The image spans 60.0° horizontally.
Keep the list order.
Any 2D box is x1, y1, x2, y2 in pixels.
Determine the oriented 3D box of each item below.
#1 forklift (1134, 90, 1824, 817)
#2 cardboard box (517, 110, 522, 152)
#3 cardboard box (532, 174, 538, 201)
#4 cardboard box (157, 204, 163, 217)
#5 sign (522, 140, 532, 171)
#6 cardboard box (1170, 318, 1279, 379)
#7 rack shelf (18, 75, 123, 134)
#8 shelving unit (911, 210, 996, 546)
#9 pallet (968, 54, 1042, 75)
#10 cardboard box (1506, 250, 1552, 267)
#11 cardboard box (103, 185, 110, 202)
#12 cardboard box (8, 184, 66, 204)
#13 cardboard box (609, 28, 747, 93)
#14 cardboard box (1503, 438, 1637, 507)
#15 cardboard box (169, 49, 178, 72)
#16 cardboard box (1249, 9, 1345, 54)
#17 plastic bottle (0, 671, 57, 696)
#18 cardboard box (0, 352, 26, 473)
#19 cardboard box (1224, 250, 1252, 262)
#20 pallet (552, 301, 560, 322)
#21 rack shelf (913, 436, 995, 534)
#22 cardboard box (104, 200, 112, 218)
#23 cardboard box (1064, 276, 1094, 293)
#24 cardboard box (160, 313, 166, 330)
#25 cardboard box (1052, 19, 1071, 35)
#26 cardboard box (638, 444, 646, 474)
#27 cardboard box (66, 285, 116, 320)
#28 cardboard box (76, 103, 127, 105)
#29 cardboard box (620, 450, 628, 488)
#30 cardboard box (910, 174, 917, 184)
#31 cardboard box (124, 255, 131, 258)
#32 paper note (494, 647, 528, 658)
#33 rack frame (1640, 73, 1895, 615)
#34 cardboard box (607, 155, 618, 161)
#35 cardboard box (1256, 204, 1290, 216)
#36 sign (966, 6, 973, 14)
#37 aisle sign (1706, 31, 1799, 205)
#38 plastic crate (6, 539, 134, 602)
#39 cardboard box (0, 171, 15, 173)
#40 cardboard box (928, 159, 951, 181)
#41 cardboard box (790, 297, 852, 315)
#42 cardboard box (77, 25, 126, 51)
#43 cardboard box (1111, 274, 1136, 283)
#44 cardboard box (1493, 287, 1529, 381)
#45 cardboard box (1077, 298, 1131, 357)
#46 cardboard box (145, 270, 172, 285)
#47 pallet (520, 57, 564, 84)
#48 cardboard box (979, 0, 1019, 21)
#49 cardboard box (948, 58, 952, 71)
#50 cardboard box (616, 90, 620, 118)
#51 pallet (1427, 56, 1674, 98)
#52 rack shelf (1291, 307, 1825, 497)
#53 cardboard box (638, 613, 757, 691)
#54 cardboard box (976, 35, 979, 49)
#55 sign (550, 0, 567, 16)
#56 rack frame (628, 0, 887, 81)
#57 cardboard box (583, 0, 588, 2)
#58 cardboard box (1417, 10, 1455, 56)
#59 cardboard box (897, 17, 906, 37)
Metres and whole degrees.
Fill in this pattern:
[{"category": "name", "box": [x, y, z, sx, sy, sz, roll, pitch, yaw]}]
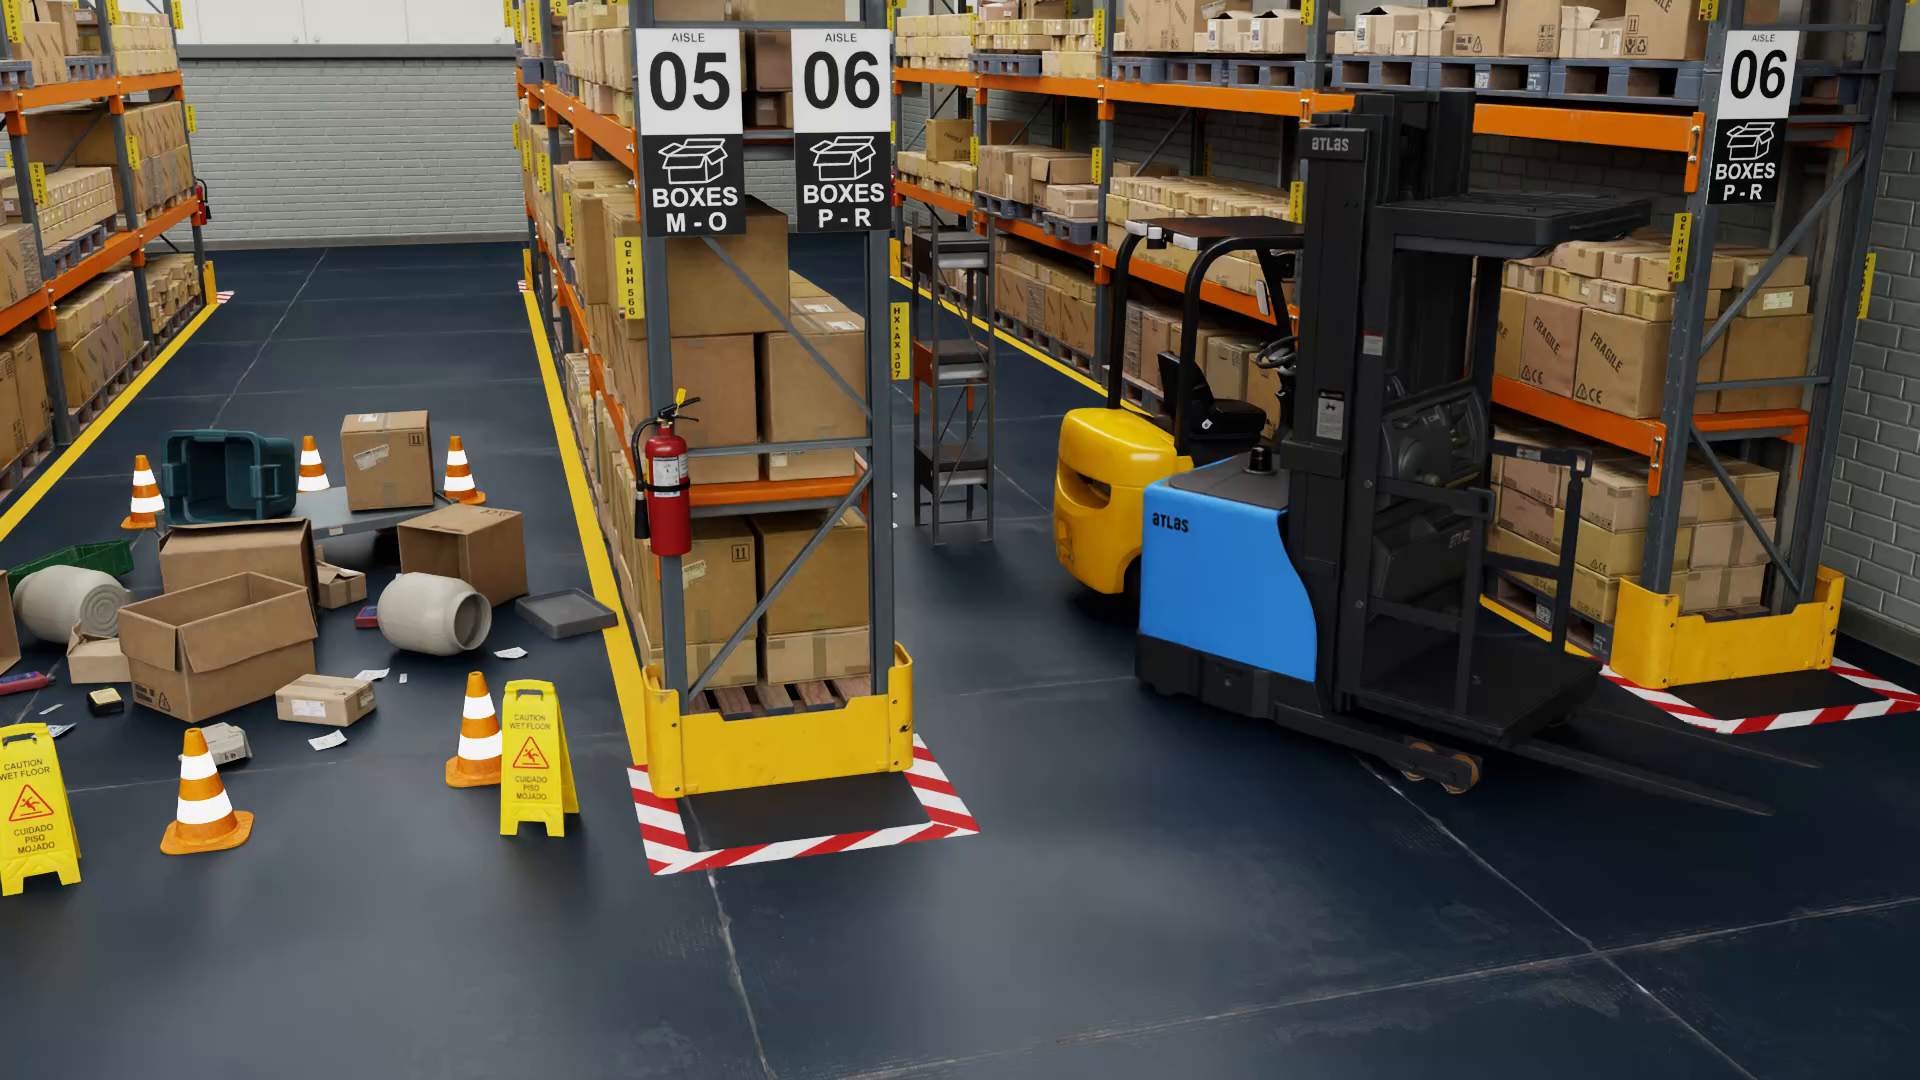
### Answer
[{"category": "forklift", "box": [2.310, -0.467, 7.412, 3.031, 2.935, 1.130, 15, 22, 40]}, {"category": "cardboard box", "box": [-5.324, -5.180, 21.071, 0.500, 0.500, 0.500, -5, 17, -16]}, {"category": "cardboard box", "box": [-4.233, -3.726, 17.533, 0.500, 0.250, 0.500, -5, 17, -17]}, {"category": "cardboard box", "box": [-8.987, -3.627, 18.250, 0.380, 0.149, 0.250, -4, 17, -13]}, {"category": "sign", "box": [-4.616, -4.110, 17.780, 0.100, 0.325, 0.005, -5, 17, -15]}, {"category": "cardboard box", "box": [2.318, -1.513, 14.173, 0.875, 0.625, 0.625, -5, 18, -18]}, {"category": "rack shelf", "box": [-8.265, -3.822, 14.497, 1.077, 0.370, 4.000, -5, 17, -15]}, {"category": "shelving unit", "box": [-0.045, -1.051, 10.802, 0.431, 2.100, 0.503, -5, 17, -15]}, {"category": "pallet", "box": [0.800, -5.256, 18.349, 1.213, 0.211, 1.003, -5, 17, -15]}, {"category": "cardboard box", "box": [3.314, -1.634, 9.359, 0.380, 0.149, 0.250, -4, 17, -14]}, {"category": "cardboard box", "box": [-8.442, -3.339, 16.043, 0.380, 0.149, 0.250, -5, 17, -15]}, {"category": "cardboard box", "box": [-7.944, -2.976, 14.317, 0.380, 0.149, 0.250, -4, 17, -13]}, {"category": "cardboard box", "box": [-1.185, -2.010, 6.960, 0.500, 0.250, 0.500, -5, 17, -16]}, {"category": "cardboard box", "box": [3.414, -0.383, 9.325, 0.500, 0.250, 0.500, -4, 17, -14]}, {"category": "cardboard box", "box": [-9.535, -5.649, 19.591, 0.500, 0.250, 0.500, -5, 17, -16]}, {"category": "cardboard box", "box": [2.454, -3.707, 12.115, 0.500, 0.311, 0.500, -5, 18, -17]}, {"category": "plastic bottle", "box": [-4.753, 0.723, 8.440, 0.283, 0.061, 0.133, -12, 20, -34]}, {"category": "cardboard box", "box": [-7.391, -0.883, 11.858, 1.050, 0.750, 0.750, -4, 17, -14]}, {"category": "cardboard box", "box": [2.358, -2.308, 12.813, 0.500, 0.250, 0.500, -5, 17, -17]}, {"category": "pallet", "box": [-4.217, -2.583, 19.185, 1.003, 0.211, 1.213, -5, 17, -15]}, {"category": "rack shelf", "box": [-0.045, -0.368, 11.008, 0.431, 0.518, 0.480, -5, 17, -15]}, {"category": "cardboard box", "box": [-8.443, -3.198, 16.090, 0.380, 0.149, 0.250, -5, 17, -15]}, {"category": "cardboard box", "box": [1.274, -2.570, 16.781, 0.380, 0.149, 0.250, -5, 18, -17]}, {"category": "cardboard box", "box": [-8.679, -2.318, 17.682, 0.380, 0.149, 0.250, -4, 17, -14]}, {"category": "cardboard box", "box": [1.124, -5.048, 16.381, 0.380, 0.149, 0.250, -5, 17, -16]}, {"category": "cardboard box", "box": [-1.270, -0.410, 7.541, 0.380, 0.149, 0.250, -5, 17, -16]}, {"category": "cardboard box", "box": [-8.080, -2.172, 15.279, 0.500, 0.250, 0.500, -6, 18, -18]}, {"category": "cardboard box", "box": [-9.901, -4.774, 19.203, 0.500, 0.500, 0.500, -4, 17, -14]}, {"category": "cardboard box", "box": [-1.558, -0.377, 8.612, 0.380, 0.149, 0.250, -4, 17, -13]}, {"category": "cardboard box", "box": [-0.470, -4.903, 22.496, 0.380, 0.149, 0.250, -4, 17, -14]}, {"category": "cardboard box", "box": [-10.097, -3.338, 20.043, 0.380, 0.149, 0.250, -6, 18, -18]}, {"category": "paper note", "box": [-2.401, 0.600, 8.901, 0.142, 0.019, 0.148, -12, 20, -34]}, {"category": "rack frame", "box": [3.986, -0.776, 8.323, 1.000, 3.000, 0.127, -5, 17, -15]}, {"category": "cardboard box", "box": [-2.884, -3.278, 14.740, 0.500, 0.500, 0.500, -5, 18, -17]}, {"category": "cardboard box", "box": [2.475, -2.460, 12.627, 0.380, 0.149, 0.250, -5, 17, -15]}, {"category": "sign", "box": [0.128, -7.101, 22.625, 0.100, 0.325, 0.005, -5, 17, -15]}, {"category": "aisle sign", "box": [3.722, -1.980, 7.811, 0.394, 0.787, 0.004, -5, 17, -15]}, {"category": "plastic crate", "box": [-5.309, 0.194, 9.881, 0.450, 0.188, 0.662, -6, 15, 16]}, {"category": "cardboard box", "box": [-9.066, -3.427, 15.818, 0.380, 0.149, 0.250, -4, 17, -14]}, {"category": "cardboard box", "box": [-0.103, -4.707, 21.151, 0.500, 0.250, 0.500, -5, 17, -17]}, {"category": "cardboard box", "box": [-0.794, -0.869, 7.941, 0.500, 0.500, 0.500, -4, 17, -14]}, {"category": "cardboard box", "box": [-8.716, -5.039, 16.692, 0.500, 0.250, 0.500, -4, 17, -13]}, {"category": "cardboard box", "box": [1.752, -2.611, 16.917, 0.380, 0.149, 0.250, -4, 17, -15]}, {"category": "cardboard box", "box": [3.324, -1.226, 9.644, 0.500, 0.500, 0.500, -5, 17, -16]}, {"category": "cardboard box", "box": [1.465, -2.093, 16.322, 0.500, 0.500, 0.500, -4, 17, -14]}, {"category": "cardboard box", "box": [-9.115, -2.950, 18.749, 0.380, 0.149, 0.250, -5, 17, -15]}, {"category": "pallet", "box": [-3.212, -4.116, 14.554, 1.213, 0.211, 1.003, -4, 17, -13]}, {"category": "cardboard box", "box": [0.436, -5.891, 18.431, 0.396, 0.266, 0.258, -5, 17, -16]}, {"category": "cardboard box", "box": [0.068, -5.776, 20.188, 0.380, 0.149, 0.250, -4, 17, -13]}, {"category": "cardboard box", "box": [-1.412, -2.059, 7.814, 0.380, 0.149, 0.250, -5, 17, -16]}, {"category": "pallet", "box": [3.478, -2.706, 9.687, 1.003, 0.211, 1.213, -5, 17, -15]}, {"category": "rack shelf", "box": [3.437, -0.985, 10.268, 1.077, 0.370, 4.000, -5, 17, -15]}, {"category": "cardboard box", "box": [-1.273, 0.524, 8.044, 0.500, 0.250, 0.500, -5, 17, -16]}, {"category": "cardboard box", "box": [0.388, -5.547, 18.523, 0.380, 0.149, 0.250, -4, 17, -14]}, {"category": "sign", "box": [-2.417, -3.317, 9.984, 0.100, 0.325, 0.005, -5, 17, -15]}, {"category": "rack frame", "box": [-0.785, -3.256, 6.150, 1.000, 3.000, 0.127, -5, 17, -15]}, {"category": "cardboard box", "box": [-2.166, -3.445, 10.654, 0.500, 0.250, 0.500, -4, 17, -14]}, {"category": "cardboard box", "box": [3.003, -3.070, 10.073, 0.396, 0.266, 0.258, -5, 17, -17]}, {"category": "cardboard box", "box": [-0.530, -6.806, 22.057, 0.500, 0.250, 0.500, -5, 17, -16]}]
